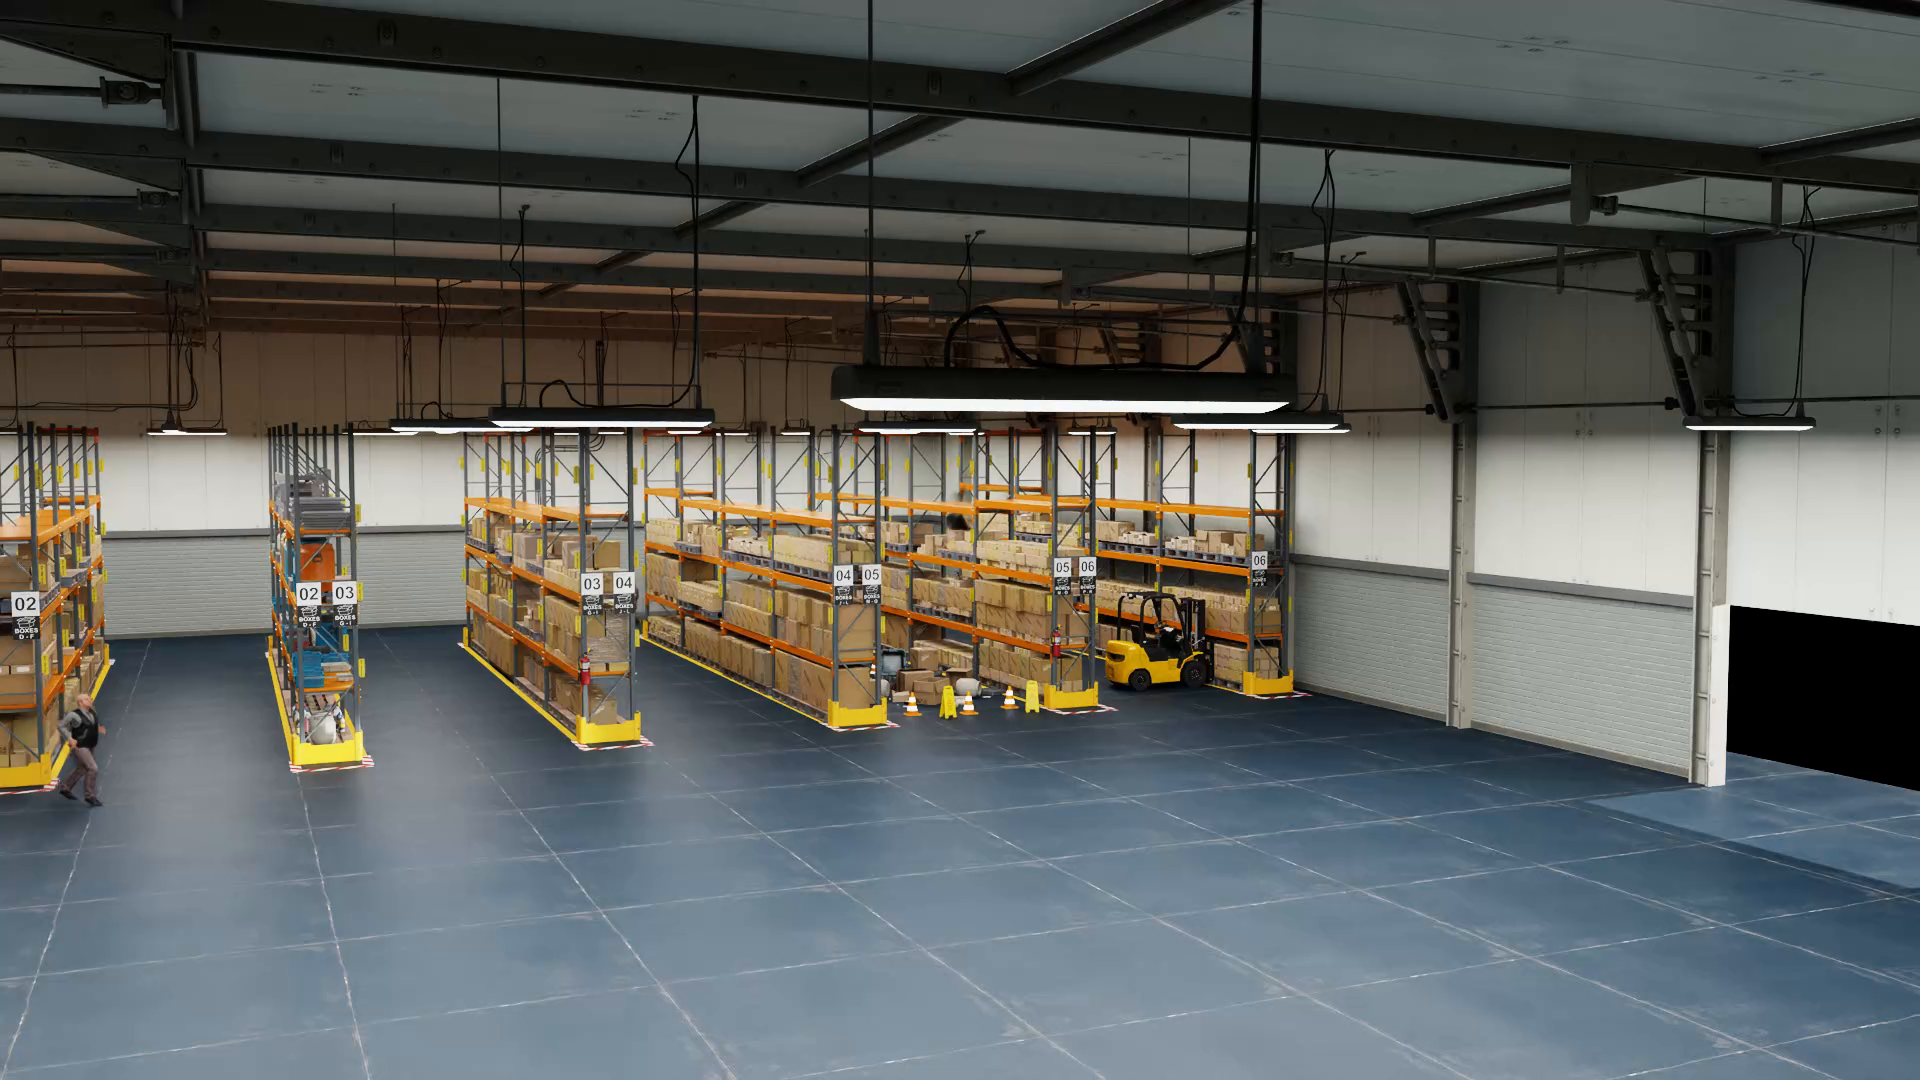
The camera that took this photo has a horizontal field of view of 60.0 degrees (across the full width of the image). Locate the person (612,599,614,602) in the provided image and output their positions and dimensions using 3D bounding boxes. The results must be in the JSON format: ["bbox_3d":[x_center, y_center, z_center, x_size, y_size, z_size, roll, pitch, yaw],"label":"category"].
[{"bbox_3d":[-9.179,2.136,45.043,0.585,1.708,0.867,-1,4,-15],"label":"person"}]

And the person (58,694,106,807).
[{"bbox_3d":[-13.741,3.315,25.998,0.787,1.711,0.646,0,4,6],"label":"person"}]

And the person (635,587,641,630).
[{"bbox_3d":[-9.616,1.906,48.597,0.620,1.713,0.758,-2,4,-28],"label":"person"}]
